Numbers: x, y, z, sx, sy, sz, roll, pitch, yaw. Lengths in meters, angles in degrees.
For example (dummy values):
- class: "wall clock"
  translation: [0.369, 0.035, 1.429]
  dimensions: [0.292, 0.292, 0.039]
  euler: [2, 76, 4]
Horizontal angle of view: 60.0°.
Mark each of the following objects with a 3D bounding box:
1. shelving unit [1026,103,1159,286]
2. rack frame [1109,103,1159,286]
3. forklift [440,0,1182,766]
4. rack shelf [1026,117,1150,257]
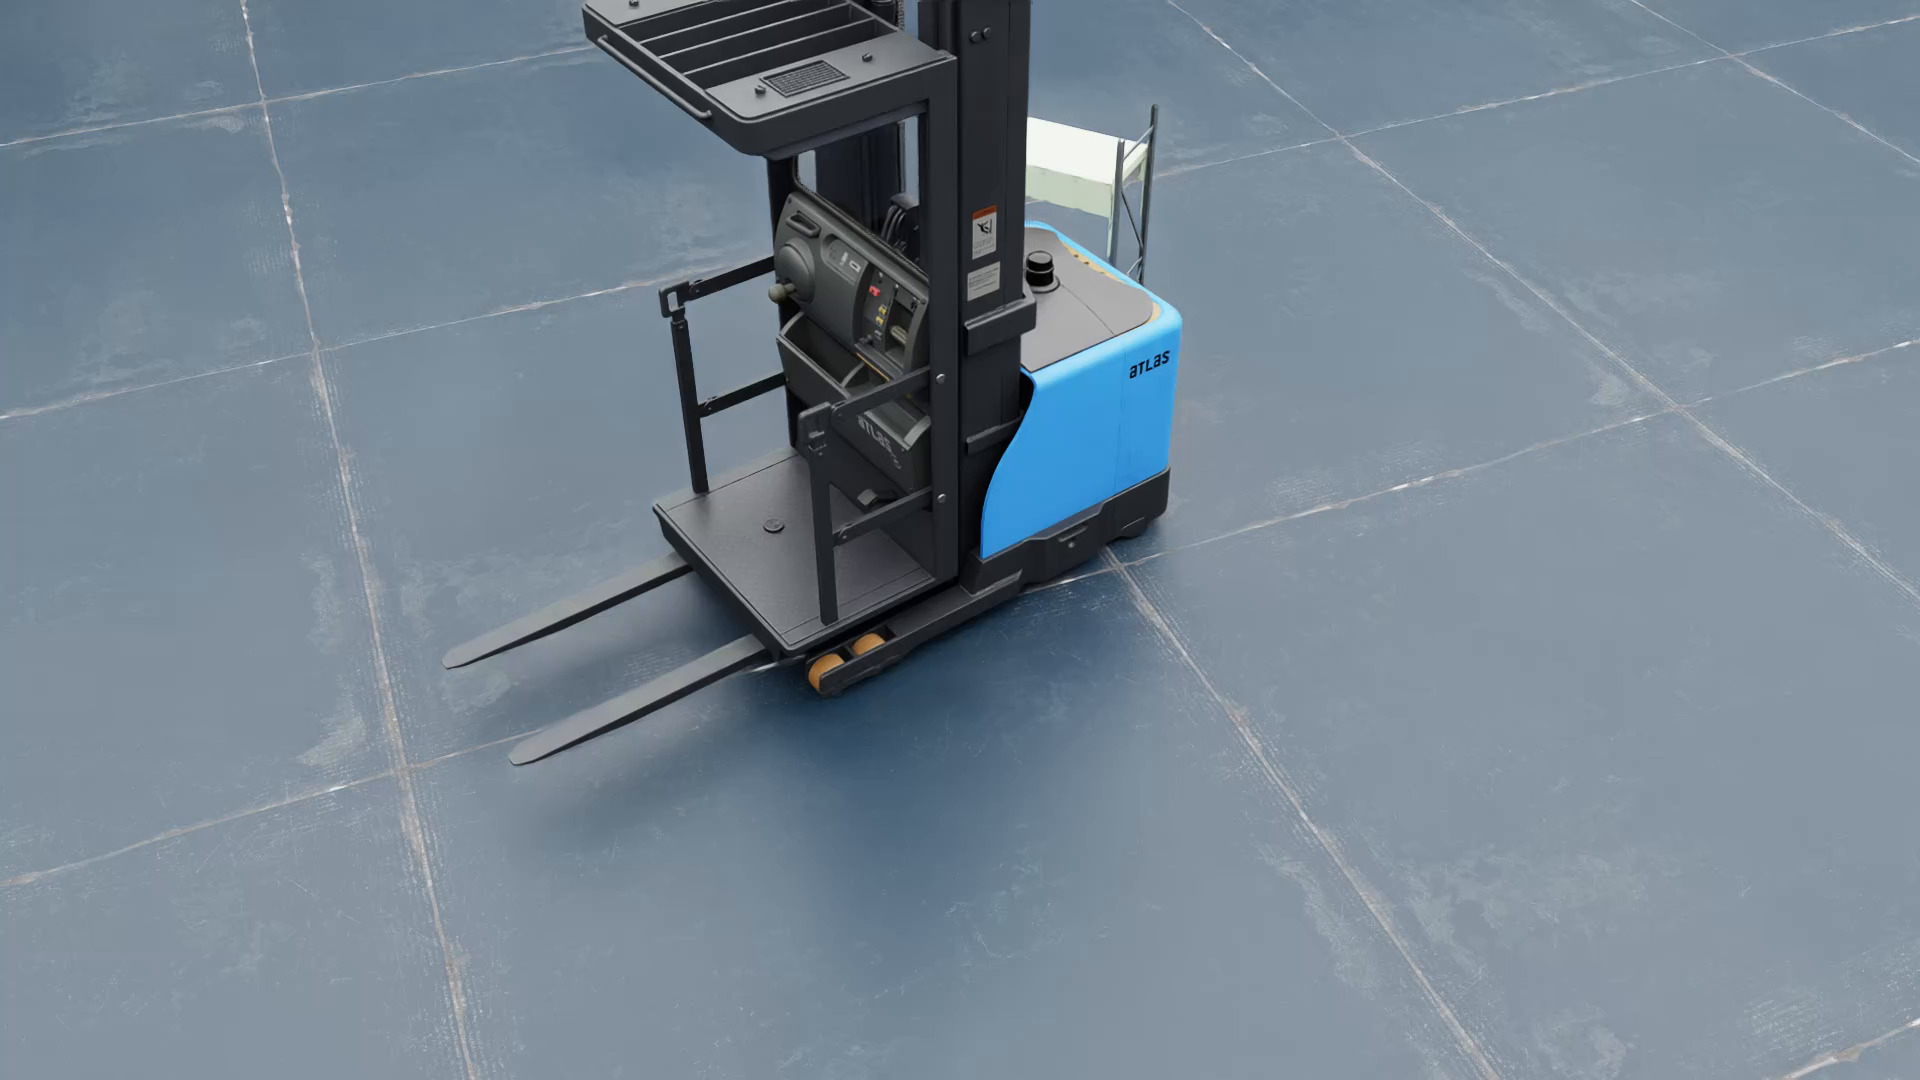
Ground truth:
- class: "shelving unit"
  translation: [0.424, -1.295, 7.603]
  dimensions: [0.755, 1.500, 0.431]
  euler: [19, 44, 21]
- class: "rack frame"
  translation: [0.748, -1.184, 7.475]
  dimensions: [0.023, 1.500, 0.400]
  euler: [19, 44, 21]
- class: "forklift"
  translation: [-0.577, -0.891, 6.039]
  dimensions: [3.031, 2.935, 1.130]
  euler: [-26, 47, -27]
- class: "rack shelf"
  translation: [0.425, -1.592, 7.350]
  dimensions: [0.720, 0.370, 0.431]
  euler: [19, 44, 21]
